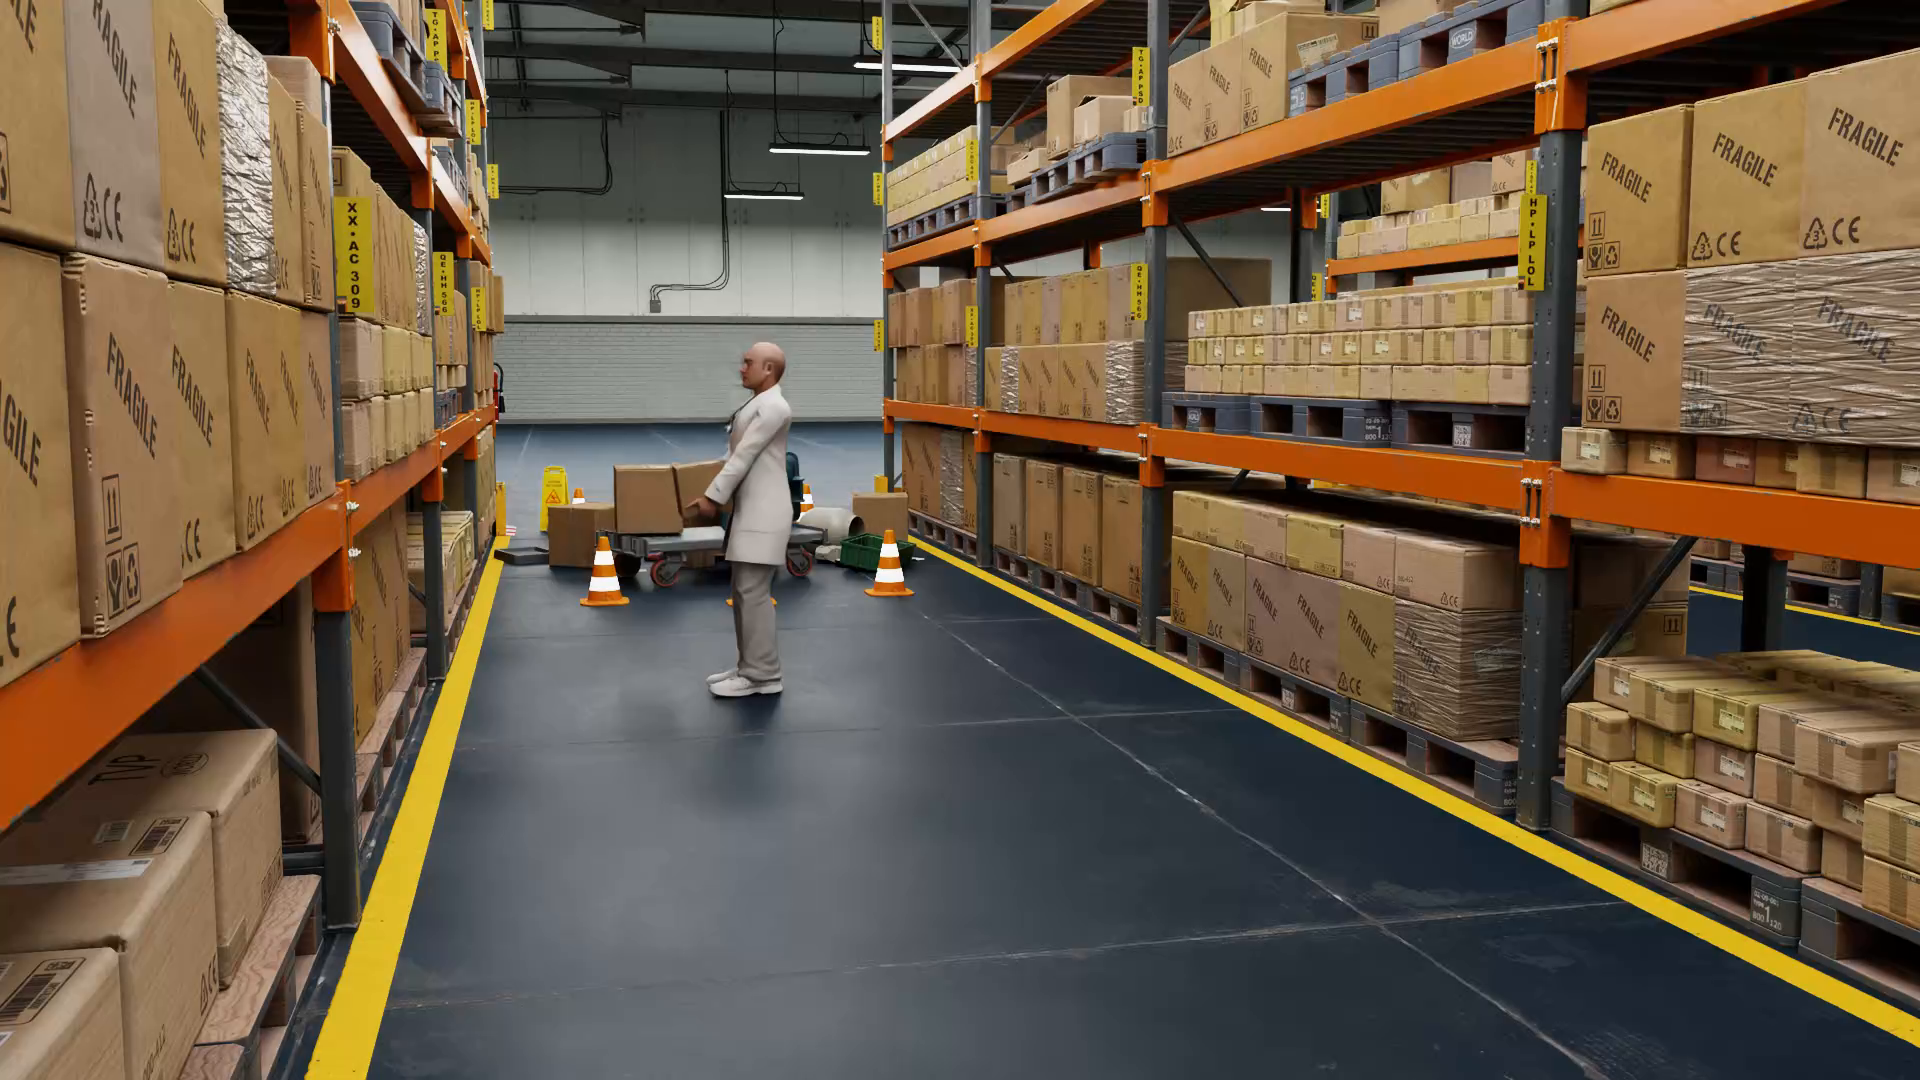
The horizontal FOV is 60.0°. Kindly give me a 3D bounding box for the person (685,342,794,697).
[{"bbox_3d":[-1.124,-0.107,8.419,0.554,1.779,0.520,-2,6,-14],"label":"person"}]
